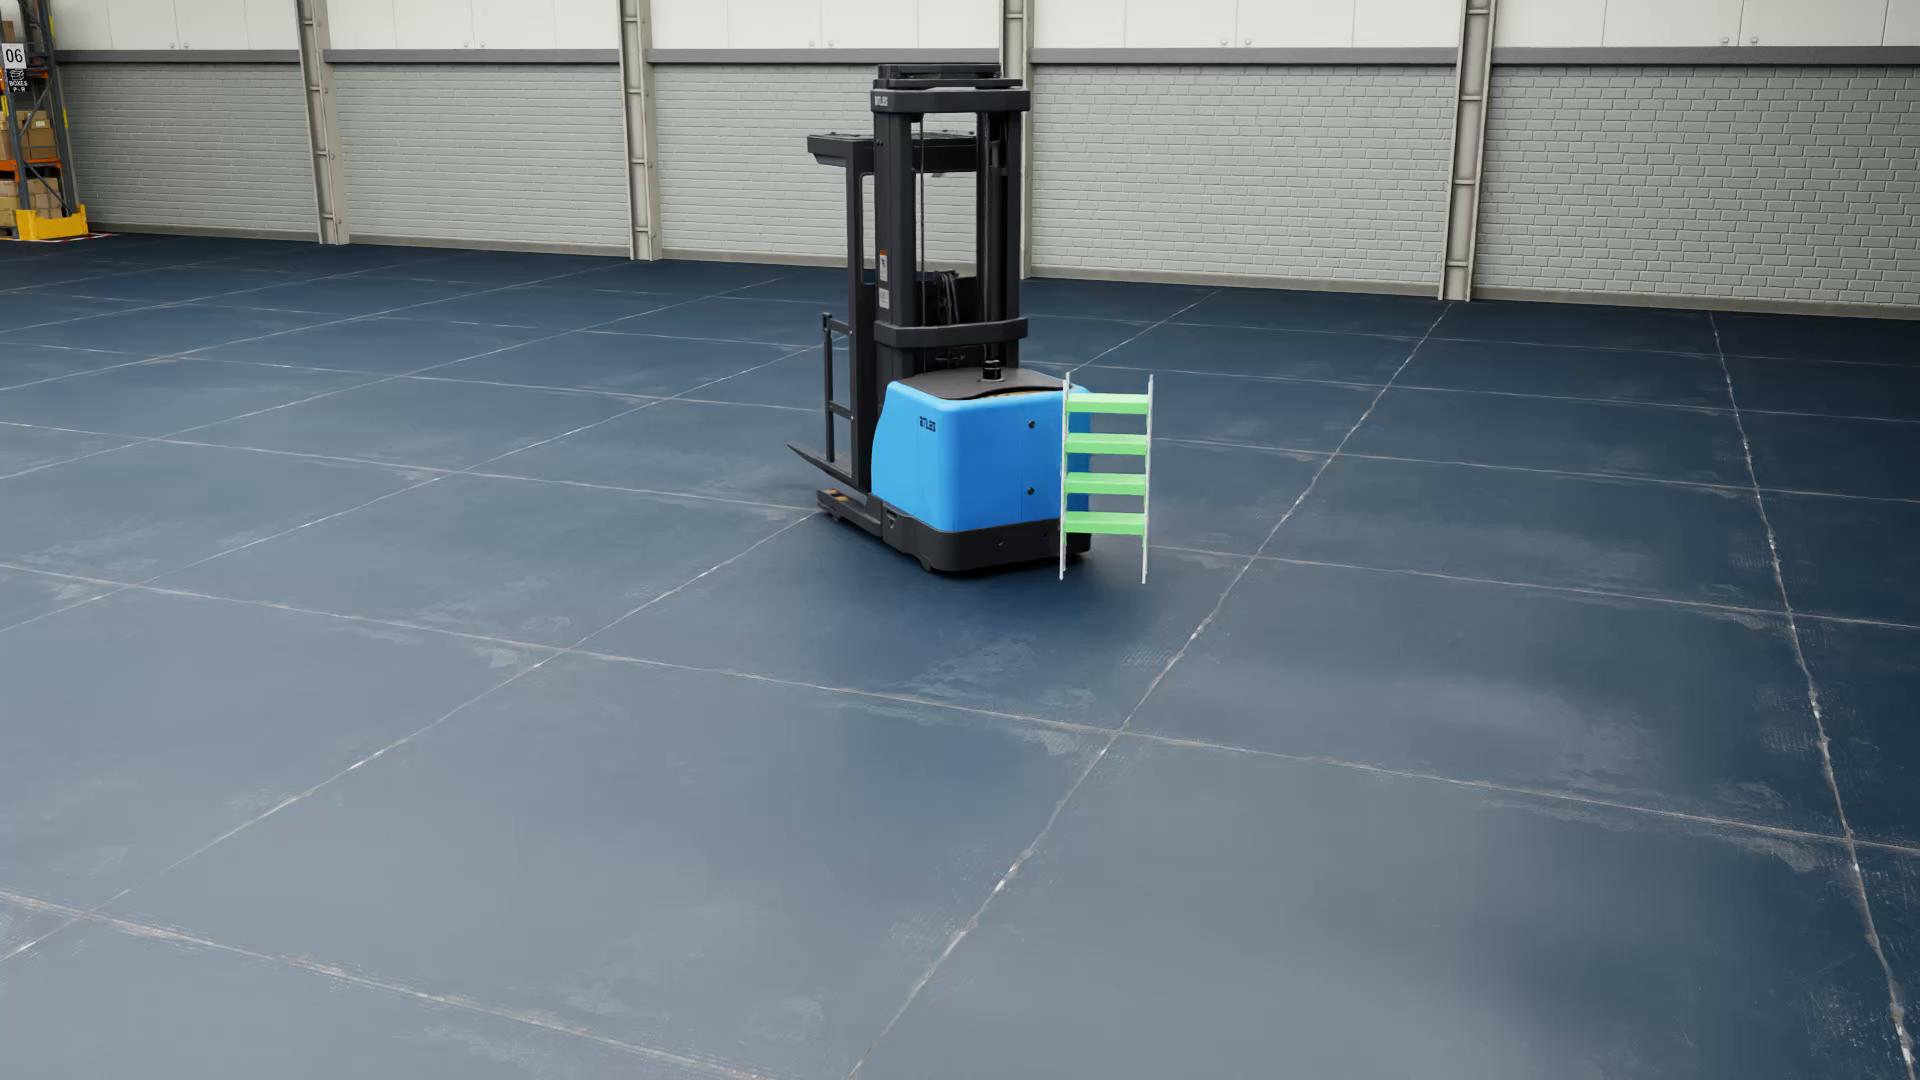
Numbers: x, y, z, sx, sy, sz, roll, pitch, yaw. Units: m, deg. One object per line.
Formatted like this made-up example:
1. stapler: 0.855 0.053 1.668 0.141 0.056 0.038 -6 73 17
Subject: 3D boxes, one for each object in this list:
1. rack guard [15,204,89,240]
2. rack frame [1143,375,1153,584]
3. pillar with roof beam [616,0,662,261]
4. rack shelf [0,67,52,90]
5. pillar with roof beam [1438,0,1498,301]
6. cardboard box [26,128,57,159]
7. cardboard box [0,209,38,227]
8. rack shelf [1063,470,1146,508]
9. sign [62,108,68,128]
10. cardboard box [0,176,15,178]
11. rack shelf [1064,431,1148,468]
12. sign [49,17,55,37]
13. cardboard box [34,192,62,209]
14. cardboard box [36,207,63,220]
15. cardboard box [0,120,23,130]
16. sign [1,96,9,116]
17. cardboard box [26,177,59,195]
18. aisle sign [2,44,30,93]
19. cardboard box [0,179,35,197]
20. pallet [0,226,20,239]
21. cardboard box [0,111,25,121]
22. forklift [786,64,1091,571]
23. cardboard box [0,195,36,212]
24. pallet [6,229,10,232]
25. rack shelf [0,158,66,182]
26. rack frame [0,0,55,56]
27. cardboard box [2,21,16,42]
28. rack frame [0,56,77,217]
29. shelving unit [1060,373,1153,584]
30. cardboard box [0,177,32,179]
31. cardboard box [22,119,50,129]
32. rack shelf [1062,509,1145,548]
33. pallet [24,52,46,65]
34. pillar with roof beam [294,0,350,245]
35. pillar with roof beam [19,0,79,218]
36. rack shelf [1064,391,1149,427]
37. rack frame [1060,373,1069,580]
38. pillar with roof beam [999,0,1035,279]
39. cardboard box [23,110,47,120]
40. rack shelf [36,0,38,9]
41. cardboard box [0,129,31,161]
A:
1. rack guard: -15.637 -5.480 28.652 0.348 0.500 1.175 6 17 21
2. rack frame: 1.098 -0.353 9.736 0.015 1.200 0.240 2 16 7
3. pillar with roof beam: -6.393 -7.524 20.452 0.400 9.000 9.100 6 17 21
4. rack shelf: -17.520 -7.982 28.699 4.000 0.370 1.077 6 17 21
5. pillar with roof beam: 4.770 -6.297 16.223 0.400 9.000 9.100 6 17 21
6. cardboard box: -16.019 -6.853 28.721 0.500 0.500 0.500 7 18 22
7. cardboard box: -16.213 -5.530 28.520 0.500 0.250 0.500 6 17 21
8. rack shelf: 0.857 -0.300 9.786 0.480 0.148 0.258 2 16 7
9. sign: -15.450 -7.280 28.674 0.005 0.325 0.100 6 17 21
10. cardboard box: -16.965 -6.246 29.195 0.500 0.250 0.500 6 17 20
11. rack shelf: 0.857 -0.531 9.719 0.480 0.148 0.258 2 16 7
12. sign: -15.450 -8.724 28.255 0.005 0.325 0.100 6 17 21
13. cardboard box: -16.021 -5.906 28.918 0.500 0.250 0.500 7 17 22
14. cardboard box: -16.045 -5.665 28.985 0.500 0.250 0.500 6 17 21
15. cardboard box: -16.085 -7.005 28.080 0.250 0.149 0.380 7 17 21
16. sign: -15.872 -7.213 27.638 0.005 0.325 0.100 6 17 21
17. cardboard box: -16.037 -6.142 28.836 0.500 0.250 0.500 6 17 20
18. aisle sign: -15.706 -7.848 27.664 0.004 0.787 0.394 6 17 21
19. cardboard box: -16.202 -6.010 28.381 0.500 0.250 0.500 7 18 22
20. pallet: -16.386 -5.411 28.933 1.213 0.211 1.003 6 17 21
21. cardboard box: -16.070 -7.167 28.104 0.250 0.149 0.380 6 17 21
22. forklift: -0.311 -1.586 10.878 1.130 2.935 3.031 -8 18 -26
23. cardboard box: -16.227 -5.773 28.459 0.500 0.250 0.500 6 17 20
24. pallet: -17.517 -5.536 29.364 1.213 0.211 1.003 6 17 21
25. rack shelf: -17.520 -6.542 29.117 4.000 0.370 1.077 6 17 21
26. rack frame: -15.660 -9.564 27.476 0.127 3.000 1.000 6 17 21
27. cardboard box: -16.161 -8.403 27.746 0.500 0.500 0.500 7 18 22
28. rack frame: -15.660 -6.683 28.312 0.127 3.000 1.000 6 17 21
29. shelving unit: 0.857 -0.362 9.768 0.503 1.200 0.258 2 16 7
30. cardboard box: -16.503 -6.192 29.009 0.500 0.250 0.500 6 17 21
31. cardboard box: -15.880 -7.144 28.559 0.250 0.149 0.380 6 17 19
32. rack shelf: 0.857 -0.070 9.853 0.480 0.148 0.258 2 16 7
33. pallet: -16.308 -8.160 28.178 1.213 0.211 1.003 6 17 21
34. pillar with roof beam: -11.975 -8.138 22.566 0.400 9.000 9.100 6 17 21
35. pillar with roof beam: -17.556 -8.752 24.680 0.400 9.000 9.100 6 17 21
36. rack shelf: 0.857 -0.761 9.652 0.480 0.148 0.258 2 16 7
37. rack frame: 0.615 -0.371 9.800 0.015 1.200 0.240 2 16 7
38. pillar with roof beam: -0.812 -6.911 18.338 0.400 9.000 9.100 6 17 21
39. cardboard box: -15.894 -7.275 28.475 0.250 0.149 0.380 6 17 20
40. rack shelf: -17.520 -9.231 28.336 4.000 0.370 1.077 6 17 21
41. cardboard box: -16.214 -6.713 28.237 0.500 0.500 0.500 6 17 19
